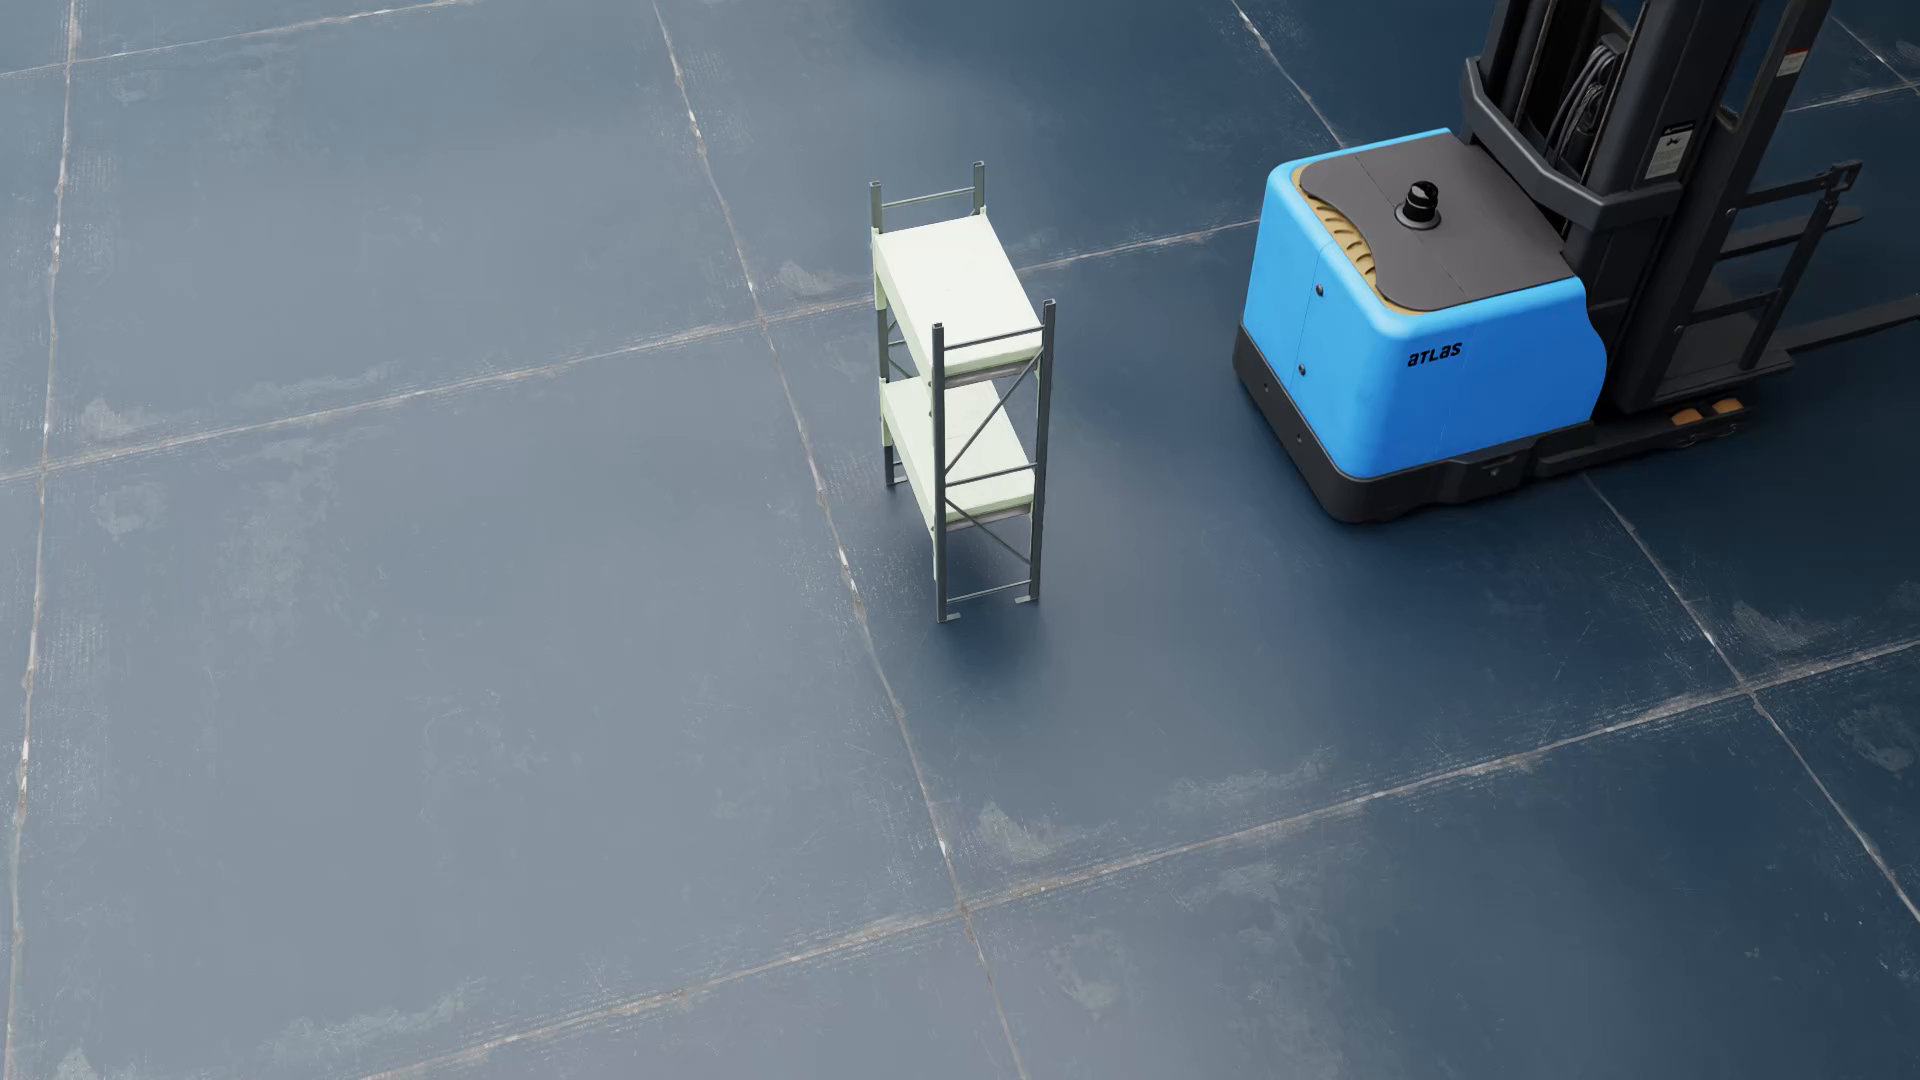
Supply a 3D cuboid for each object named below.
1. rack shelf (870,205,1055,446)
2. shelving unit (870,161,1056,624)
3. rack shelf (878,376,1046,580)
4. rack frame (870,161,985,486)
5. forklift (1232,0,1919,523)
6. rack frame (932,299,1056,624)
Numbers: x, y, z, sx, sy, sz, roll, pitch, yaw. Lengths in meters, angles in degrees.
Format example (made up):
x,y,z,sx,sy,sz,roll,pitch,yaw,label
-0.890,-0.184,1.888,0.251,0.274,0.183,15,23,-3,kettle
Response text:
x,y,z,sx,sy,sz,roll,pitch,yaw,label
-0.002,-0.740,5.672,0.431,0.370,0.720,-13,51,-11,rack shelf
-0.002,-0.488,5.970,0.431,1.500,0.755,-13,51,-11,shelving unit
-0.002,-0.278,6.220,0.431,0.370,0.720,-13,51,-11,rack shelf
-0.110,-0.756,6.196,0.400,1.500,0.023,-13,51,-11,rack frame
2.735,-1.695,6.052,3.031,2.935,1.130,-15,51,-12,forklift
0.106,-0.221,5.745,0.400,1.500,0.023,-13,51,-11,rack frame
